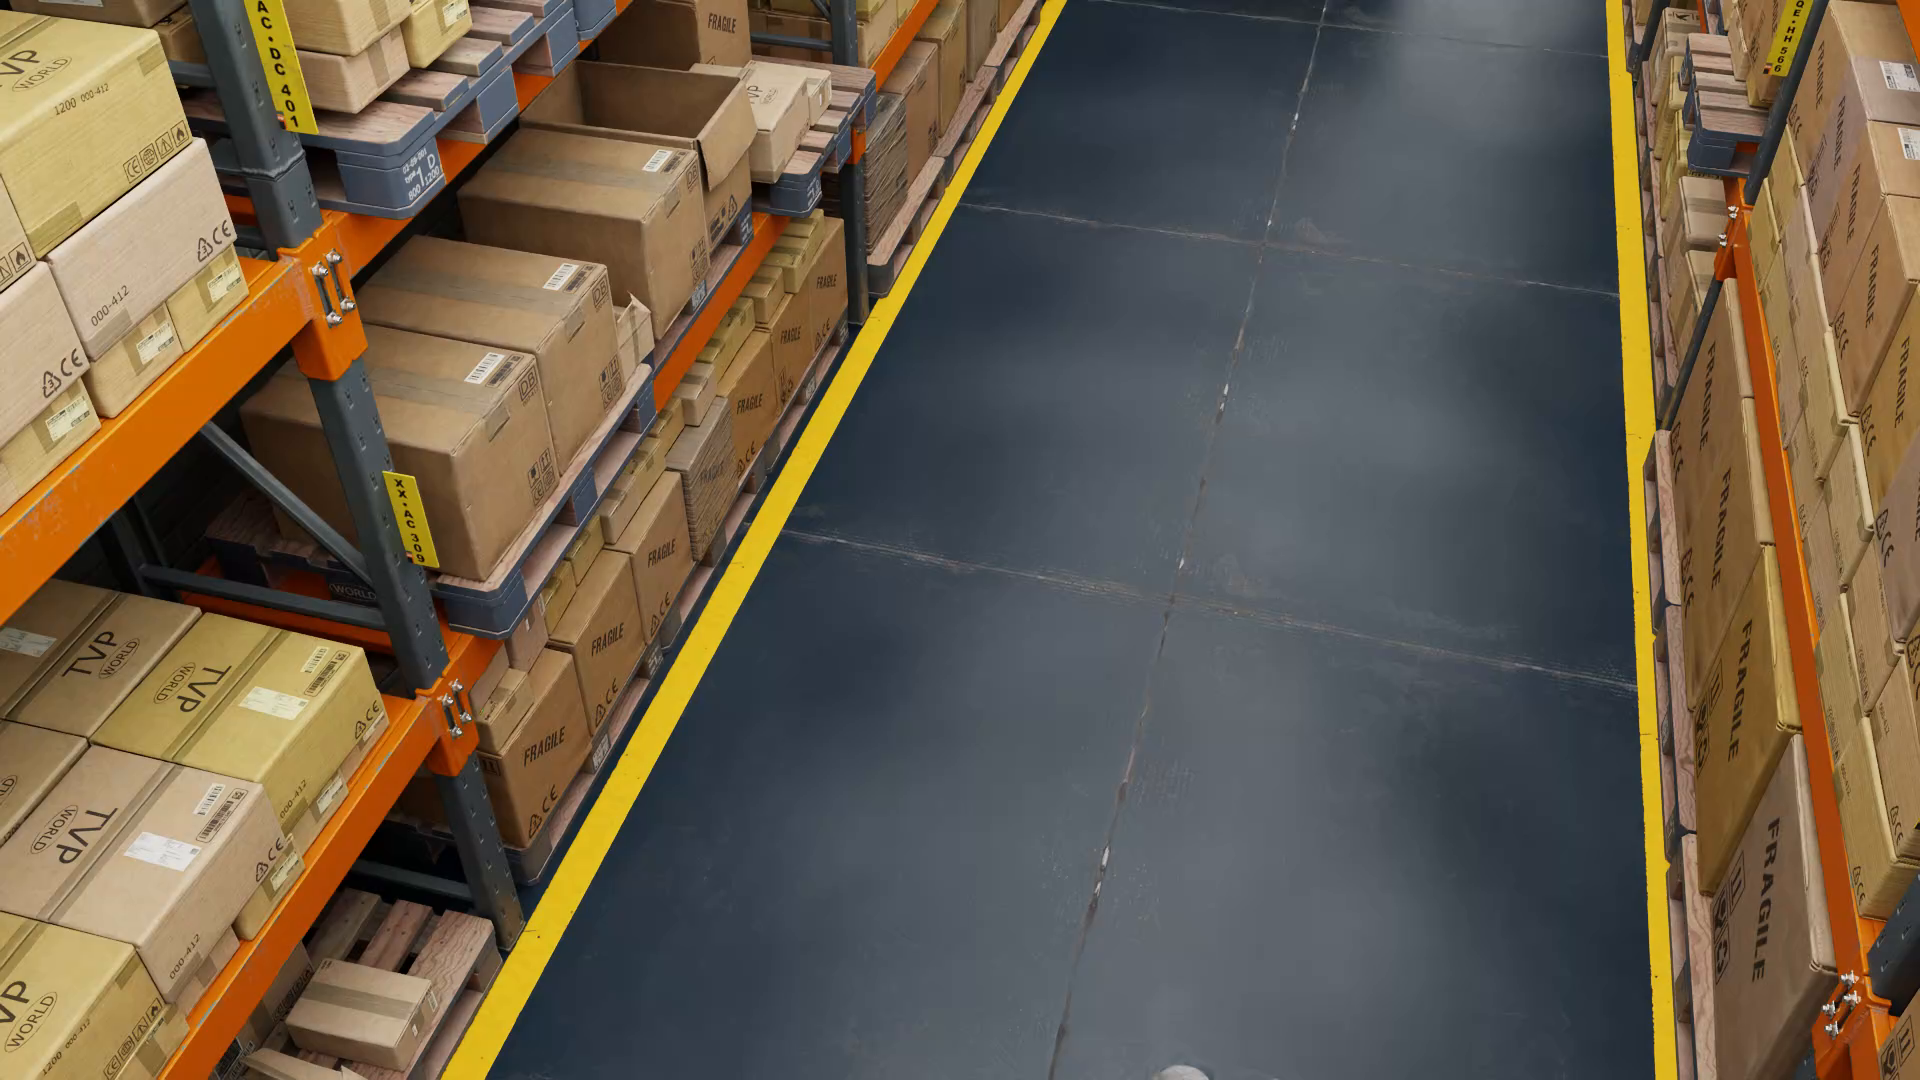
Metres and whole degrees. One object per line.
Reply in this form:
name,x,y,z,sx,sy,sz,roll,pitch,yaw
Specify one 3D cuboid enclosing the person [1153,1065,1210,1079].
person,0.487,1.860,4.023,0.602,1.680,0.777,5,42,6
